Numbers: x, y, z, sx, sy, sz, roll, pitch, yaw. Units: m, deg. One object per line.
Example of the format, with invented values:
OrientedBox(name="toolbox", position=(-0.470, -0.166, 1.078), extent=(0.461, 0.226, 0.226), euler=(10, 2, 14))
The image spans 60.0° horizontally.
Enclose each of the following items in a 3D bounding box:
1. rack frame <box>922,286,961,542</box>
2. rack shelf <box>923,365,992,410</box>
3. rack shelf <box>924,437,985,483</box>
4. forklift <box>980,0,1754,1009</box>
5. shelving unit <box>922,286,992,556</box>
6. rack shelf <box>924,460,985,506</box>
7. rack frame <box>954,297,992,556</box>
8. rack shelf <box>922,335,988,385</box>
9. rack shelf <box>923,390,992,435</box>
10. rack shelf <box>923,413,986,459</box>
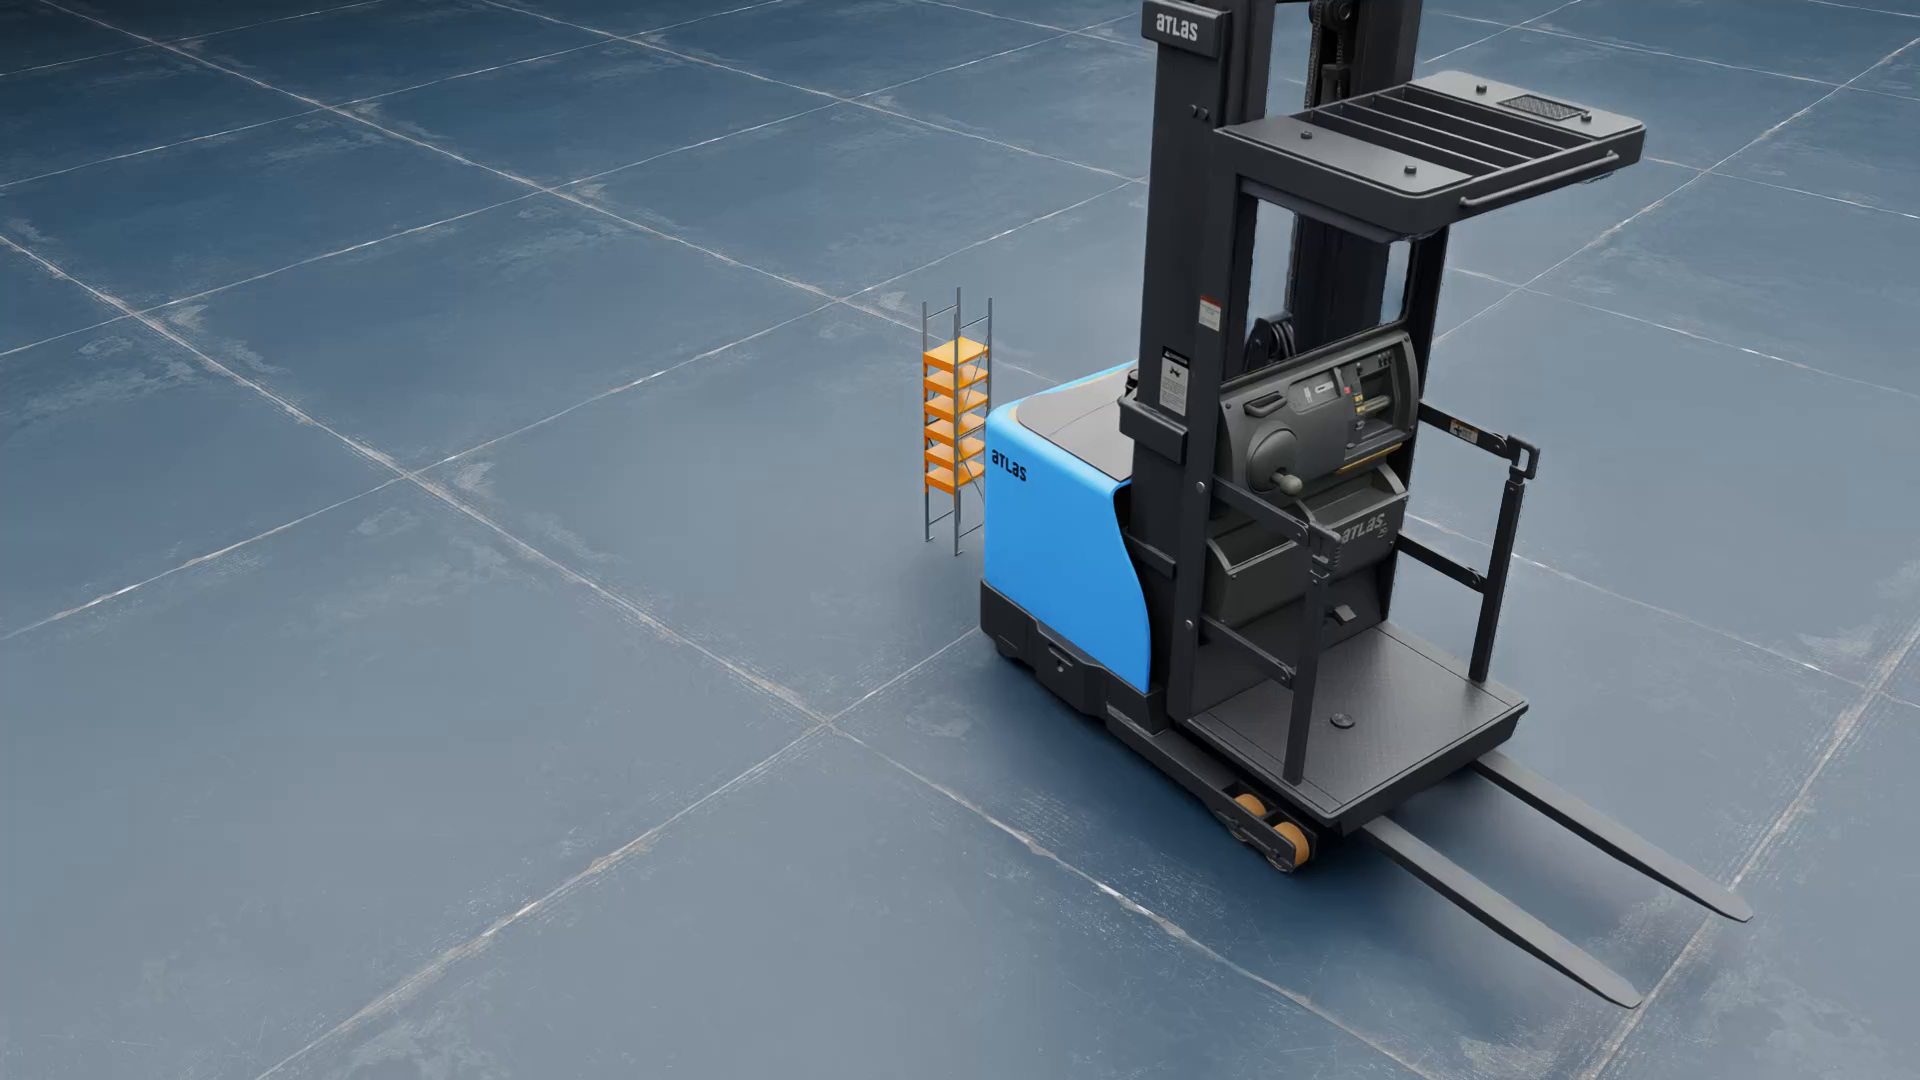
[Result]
OrientedBox(name="rack frame", position=(-0.079, -0.551, 7.501), extent=(0.006, 1.200, 0.240), euler=(25, 39, 35))
OrientedBox(name="rack shelf", position=(-0.011, -0.687, 7.348), extent=(0.180, 0.103, 0.258), euler=(25, 39, 35))
OrientedBox(name="rack shelf", position=(-0.011, -0.378, 7.534), extent=(0.180, 0.103, 0.258), euler=(25, 39, 35))
OrientedBox(name="forklift", position=(1.371, -0.386, 5.550), extent=(1.130, 2.935, 3.031), euler=(-21, 37, -31))
OrientedBox(name="shelving unit", position=(-0.011, -0.519, 7.449), extent=(0.189, 1.200, 0.258), euler=(25, 39, 35))
OrientedBox(name="rack shelf", position=(-0.011, -0.275, 7.596), extent=(0.180, 0.103, 0.258), euler=(25, 39, 35))
OrientedBox(name="rack frame", position=(0.057, -0.487, 7.396), extent=(0.006, 1.200, 0.240), euler=(25, 39, 35))
OrientedBox(name="rack shelf", position=(-0.011, -0.789, 7.286), extent=(0.180, 0.103, 0.258), euler=(25, 39, 35))
OrientedBox(name="rack shelf", position=(-0.011, -0.584, 7.410), extent=(0.180, 0.103, 0.258), euler=(25, 39, 35))
OrientedBox(name="rack shelf", position=(-0.011, -0.481, 7.472), extent=(0.180, 0.103, 0.258), euler=(25, 39, 35))
